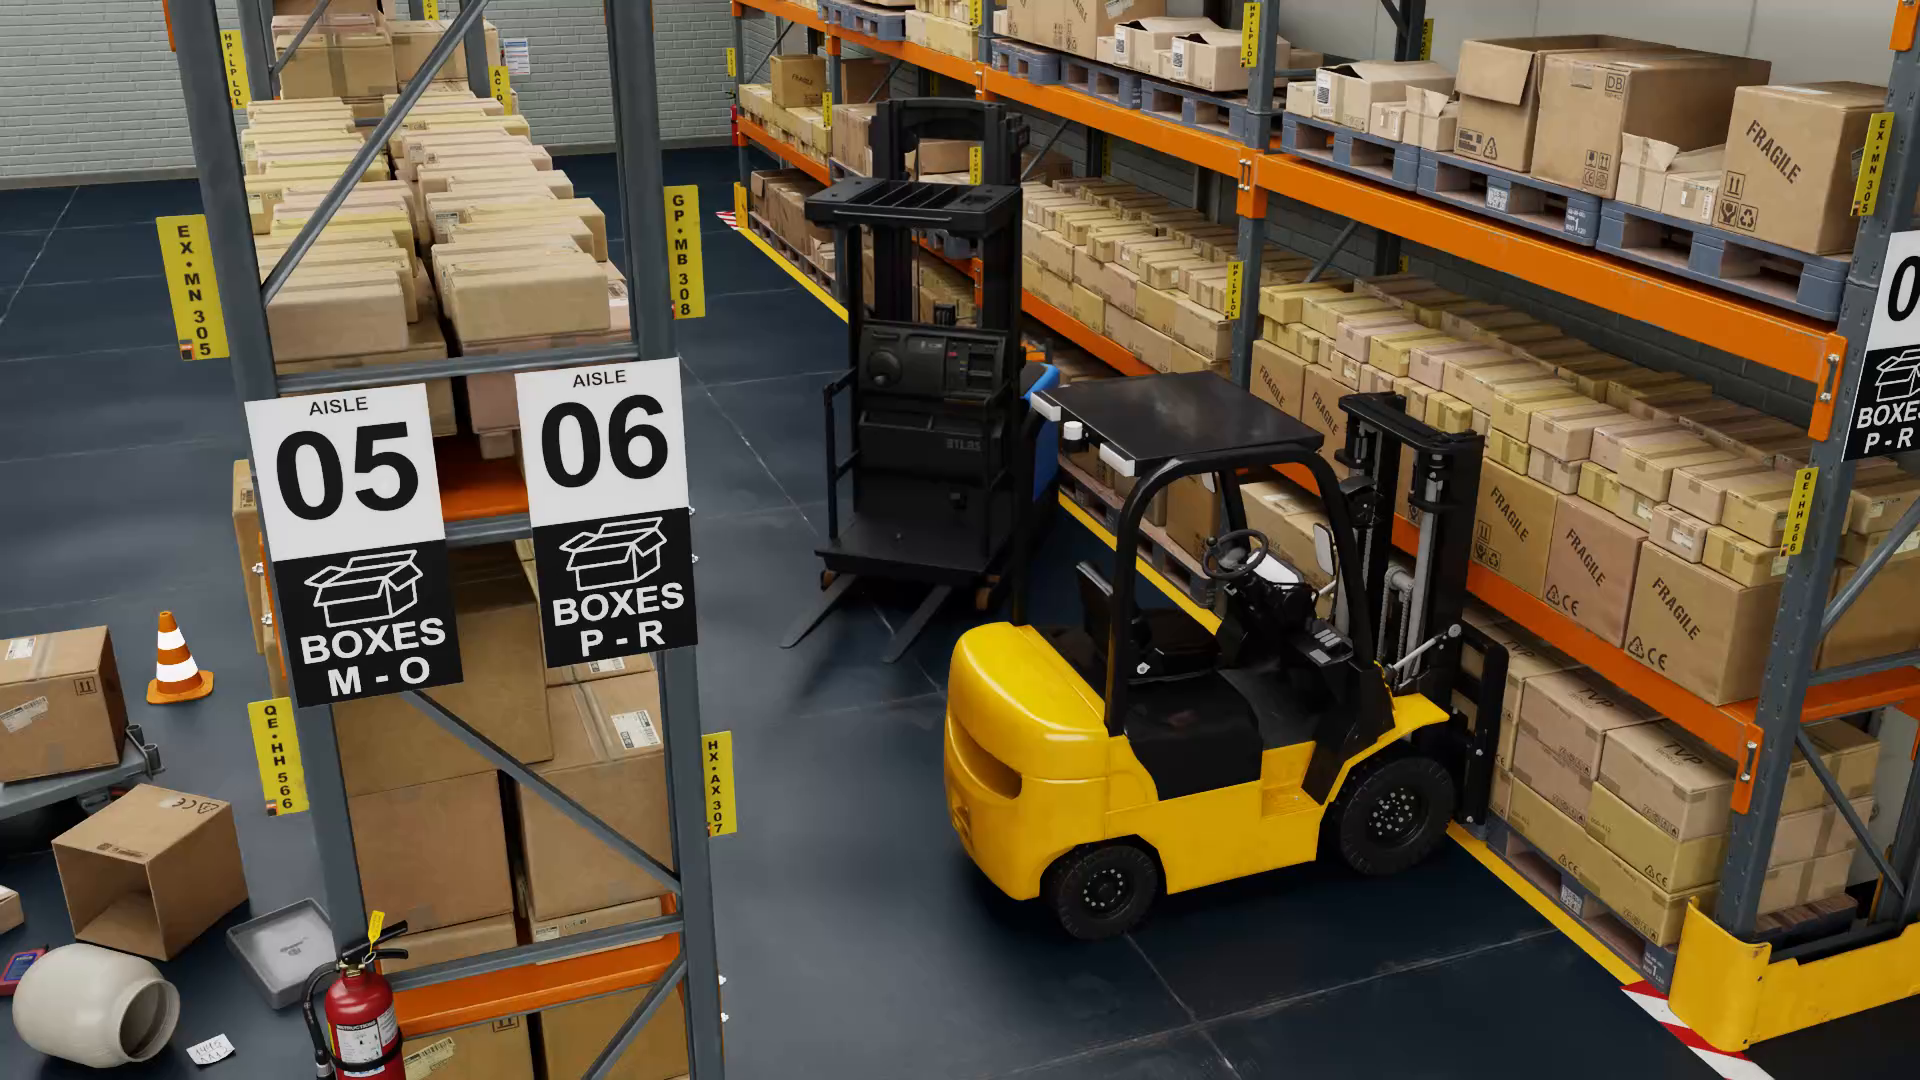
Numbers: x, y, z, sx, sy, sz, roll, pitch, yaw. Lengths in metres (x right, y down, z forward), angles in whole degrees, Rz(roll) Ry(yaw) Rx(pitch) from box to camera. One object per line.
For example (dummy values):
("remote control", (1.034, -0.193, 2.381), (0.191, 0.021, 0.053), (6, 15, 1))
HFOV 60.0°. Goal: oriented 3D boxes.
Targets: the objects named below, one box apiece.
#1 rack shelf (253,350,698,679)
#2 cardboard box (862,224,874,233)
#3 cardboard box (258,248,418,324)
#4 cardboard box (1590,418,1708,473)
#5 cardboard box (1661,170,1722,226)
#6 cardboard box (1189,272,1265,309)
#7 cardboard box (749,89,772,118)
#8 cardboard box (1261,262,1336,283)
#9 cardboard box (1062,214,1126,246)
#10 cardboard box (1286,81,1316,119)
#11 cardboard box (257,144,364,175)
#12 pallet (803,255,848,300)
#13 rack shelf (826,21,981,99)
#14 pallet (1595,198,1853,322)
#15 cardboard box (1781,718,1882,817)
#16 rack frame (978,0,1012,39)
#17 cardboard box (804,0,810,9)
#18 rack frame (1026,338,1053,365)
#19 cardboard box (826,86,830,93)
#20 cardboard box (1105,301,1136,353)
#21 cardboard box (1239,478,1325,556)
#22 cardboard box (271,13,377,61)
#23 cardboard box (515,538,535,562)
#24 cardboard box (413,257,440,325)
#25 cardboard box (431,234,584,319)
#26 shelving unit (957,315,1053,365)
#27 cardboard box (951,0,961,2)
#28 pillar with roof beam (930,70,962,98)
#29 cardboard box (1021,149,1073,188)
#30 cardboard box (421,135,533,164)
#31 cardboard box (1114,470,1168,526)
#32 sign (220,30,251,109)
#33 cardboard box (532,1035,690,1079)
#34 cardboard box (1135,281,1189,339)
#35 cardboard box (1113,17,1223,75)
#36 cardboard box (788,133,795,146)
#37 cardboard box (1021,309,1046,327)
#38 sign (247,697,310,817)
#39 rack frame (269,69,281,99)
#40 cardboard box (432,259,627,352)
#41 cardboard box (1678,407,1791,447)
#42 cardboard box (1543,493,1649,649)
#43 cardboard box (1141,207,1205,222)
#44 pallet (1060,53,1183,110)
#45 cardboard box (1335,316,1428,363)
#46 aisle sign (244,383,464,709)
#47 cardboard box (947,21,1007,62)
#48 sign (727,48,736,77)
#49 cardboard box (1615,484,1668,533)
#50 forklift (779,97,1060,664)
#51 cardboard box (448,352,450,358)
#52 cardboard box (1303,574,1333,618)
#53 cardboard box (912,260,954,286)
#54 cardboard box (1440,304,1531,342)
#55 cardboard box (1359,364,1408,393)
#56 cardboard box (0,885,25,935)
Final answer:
("rack shelf", (-1.895, -0.619, 5.921), (1.077, 0.370, 4.000), (-8, 24, -19))
("cardboard box", (-0.771, -3.107, 16.219), (0.380, 0.149, 0.250), (-10, 25, -22))
("cardboard box", (-1.640, -0.657, 4.381), (0.380, 0.149, 0.250), (-8, 24, -18))
("cardboard box", (2.877, -0.385, 6.953), (0.380, 0.149, 0.250), (-8, 24, -19))
("cardboard box", (2.877, -1.289, 6.239), (0.380, 0.149, 0.250), (-9, 24, -21))
("cardboard box", (1.604, -1.507, 10.000), (0.380, 0.149, 0.250), (-9, 24, -20))
("cardboard box", (-2.112, -5.020, 19.110), (0.500, 0.250, 0.500), (-8, 24, -18))
("cardboard box", (2.071, -1.584, 10.182), (0.380, 0.149, 0.250), (-9, 25, -21))
("cardboard box", (0.930, -2.152, 11.530), (0.380, 0.149, 0.250), (-8, 24, -18))
("cardboard box", (1.915, -2.279, 8.586), (0.380, 0.149, 0.250), (-8, 24, -18))
("cardboard box", (-2.285, -1.304, 5.916), (0.380, 0.149, 0.250), (-9, 24, -20))
("pallet", (-1.028, -2.849, 17.737), (1.003, 0.211, 1.213), (-8, 24, -19))
("rack shelf", (-0.079, -4.208, 14.436), (1.077, 0.370, 4.000), (-8, 24, -19))
("pallet", (3.228, -1.126, 6.311), (1.003, 0.211, 1.213), (-8, 24, -19))
("cardboard box", (3.461, 0.888, 6.993), (0.500, 0.250, 0.500), (-9, 24, -20))
("rack frame", (0.627, -5.195, 11.990), (1.000, 3.000, 0.127), (-8, 24, -19))
("cardboard box", (-1.359, -5.429, 16.730), (0.380, 0.149, 0.250), (-8, 24, -17))
("rack frame", (0.415, -0.863, 11.850), (0.500, 1.125, 0.032), (-8, 24, -19))
("cardboard box", (-1.607, -5.087, 19.268), (0.500, 0.250, 0.500), (-8, 24, -19))
("cardboard box", (1.288, -1.422, 10.955), (0.500, 0.250, 0.500), (-8, 24, -19))
("cardboard box", (1.918, -0.146, 9.446), (0.500, 0.250, 0.500), (-9, 24, -20))
("cardboard box", (-3.307, -2.593, 8.686), (0.500, 0.250, 0.500), (-8, 24, -18))
("cardboard box", (-1.651, 0.209, 6.381), (0.500, 0.500, 0.500), (-9, 24, -20))
("cardboard box", (-1.786, -0.626, 4.820), (0.500, 0.250, 0.500), (-9, 24, -20))
("cardboard box", (-1.227, -0.722, 4.536), (0.380, 0.149, 0.250), (-8, 24, -19))
("shelving unit", (0.233, -1.048, 12.287), (0.538, 1.125, 1.048), (-8, 24, -19))
("cardboard box", (0.094, -4.349, 13.140), (0.380, 0.149, 0.250), (-9, 25, -21))
("pillar with roof beam", (-4.216, -6.435, 14.930), (9.100, 9.000, 0.400), (-8, 24, -19))
("cardboard box", (0.592, -2.879, 13.549), (0.500, 0.500, 0.500), (-7, 24, -17))
("cardboard box", (-1.764, -1.381, 6.100), (0.380, 0.149, 0.250), (-8, 24, -18))
("cardboard box", (1.579, -0.548, 11.204), (0.875, 0.625, 0.625), (-9, 24, -20))
("sign", (-3.120, -2.019, 7.144), (0.100, 0.325, 0.005), (-8, 24, -19))
("cardboard box", (-1.215, 1.901, 5.877), (0.500, 0.250, 0.500), (-9, 24, -19))
("cardboard box", (1.439, -1.468, 10.420), (0.500, 0.250, 0.500), (-9, 24, -20))
("cardboard box", (1.285, -3.067, 10.247), (0.500, 0.311, 0.500), (-9, 25, -21))
("cardboard box", (-1.663, -4.413, 18.181), (0.380, 0.149, 0.250), (-8, 24, -19))
("cardboard box", (0.741, -1.664, 14.014), (0.500, 0.500, 0.500), (-7, 24, -17))
("sign", (-1.715, 0.548, 4.190), (0.100, 0.325, 0.005), (-8, 24, -19))
("rack frame", (-4.015, -1.748, 11.536), (1.000, 3.000, 0.127), (-8, 24, -19))
("cardboard box", (-1.286, -0.695, 4.986), (0.500, 0.250, 0.500), (-9, 24, -20))
("cardboard box", (3.294, -0.443, 7.092), (0.380, 0.149, 0.250), (-8, 24, -19))
("cardboard box", (2.859, 0.097, 7.028), (0.500, 0.500, 0.500), (-8, 24, -17))
("cardboard box", (1.501, -2.239, 11.735), (0.380, 0.149, 0.250), (-9, 24, -20))
("pallet", (1.348, -3.086, 11.090), (1.003, 0.211, 1.213), (-7, 24, -17))
("cardboard box", (2.146, -1.021, 8.464), (0.380, 0.149, 0.250), (-8, 24, -18))
("aisle sign", (-1.438, 0.023, 3.987), (0.394, 0.787, 0.004), (-8, 24, -19))
("cardboard box", (0.219, -3.897, 12.965), (0.500, 0.250, 0.500), (-9, 25, -21))
("sign", (-2.706, -5.662, 19.707), (0.100, 0.325, 0.005), (-8, 24, -19))
("cardboard box", (2.916, -0.148, 6.775), (0.380, 0.149, 0.250), (-8, 24, -18))
("forklift", (-0.237, -1.073, 10.022), (1.130, 2.935, 3.031), (7, 24, 16))
("cardboard box", (-1.448, -0.640, 5.367), (0.380, 0.149, 0.250), (-9, 25, -21))
("cardboard box", (2.102, 0.267, 9.111), (0.500, 0.250, 0.500), (-8, 24, -19))
("cardboard box", (-0.226, -2.402, 14.929), (0.380, 0.149, 0.250), (-10, 25, -22))
("cardboard box", (2.739, -1.111, 8.678), (0.380, 0.149, 0.250), (-9, 24, -20))
("cardboard box", (2.227, -0.790, 8.299), (0.380, 0.149, 0.250), (-9, 24, -20))
("cardboard box", (-4.322, 1.555, 7.218), (0.396, 0.266, 0.258), (12, 26, 27))
